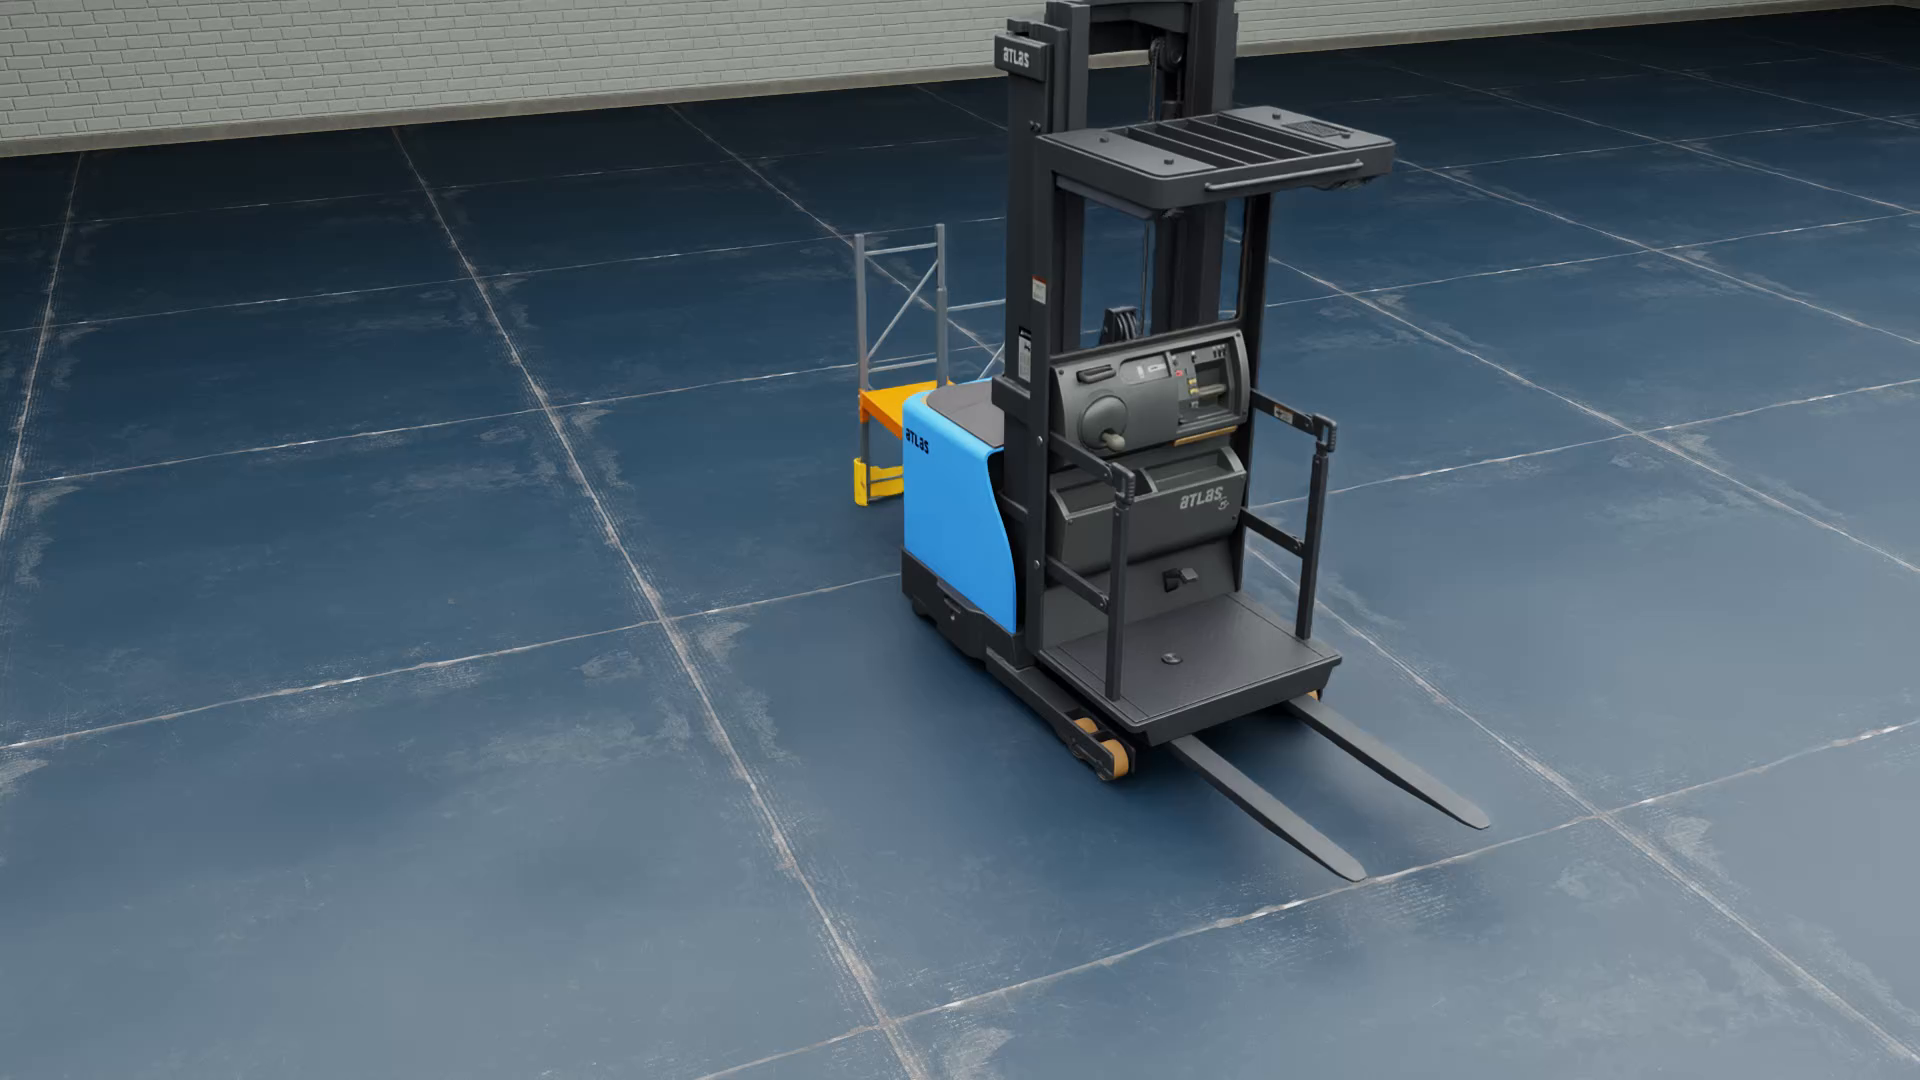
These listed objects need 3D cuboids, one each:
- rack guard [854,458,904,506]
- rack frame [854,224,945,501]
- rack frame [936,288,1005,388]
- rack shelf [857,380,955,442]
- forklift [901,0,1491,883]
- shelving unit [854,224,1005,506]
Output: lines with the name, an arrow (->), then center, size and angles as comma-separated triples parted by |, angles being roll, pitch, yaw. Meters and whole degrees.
rack guard -> -0.304, -0.367, 9.218 | 0.587, 0.250, 0.087 | -12, 28, -23
rack frame -> -0.312, -0.937, 8.959 | 0.500, 1.500, 0.032 | -12, 28, -23
rack frame -> 0.122, -0.533, 8.133 | 0.500, 1.500, 0.032 | -12, 28, -23
rack shelf -> -0.095, -0.573, 8.625 | 0.538, 0.185, 1.000 | -12, 28, -23
forklift -> 0.898, -0.571, 6.579 | 1.130, 2.935, 3.031 | -14, 30, -27
shelving unit -> -0.091, -0.731, 8.539 | 0.587, 1.500, 1.083 | -12, 28, -23
